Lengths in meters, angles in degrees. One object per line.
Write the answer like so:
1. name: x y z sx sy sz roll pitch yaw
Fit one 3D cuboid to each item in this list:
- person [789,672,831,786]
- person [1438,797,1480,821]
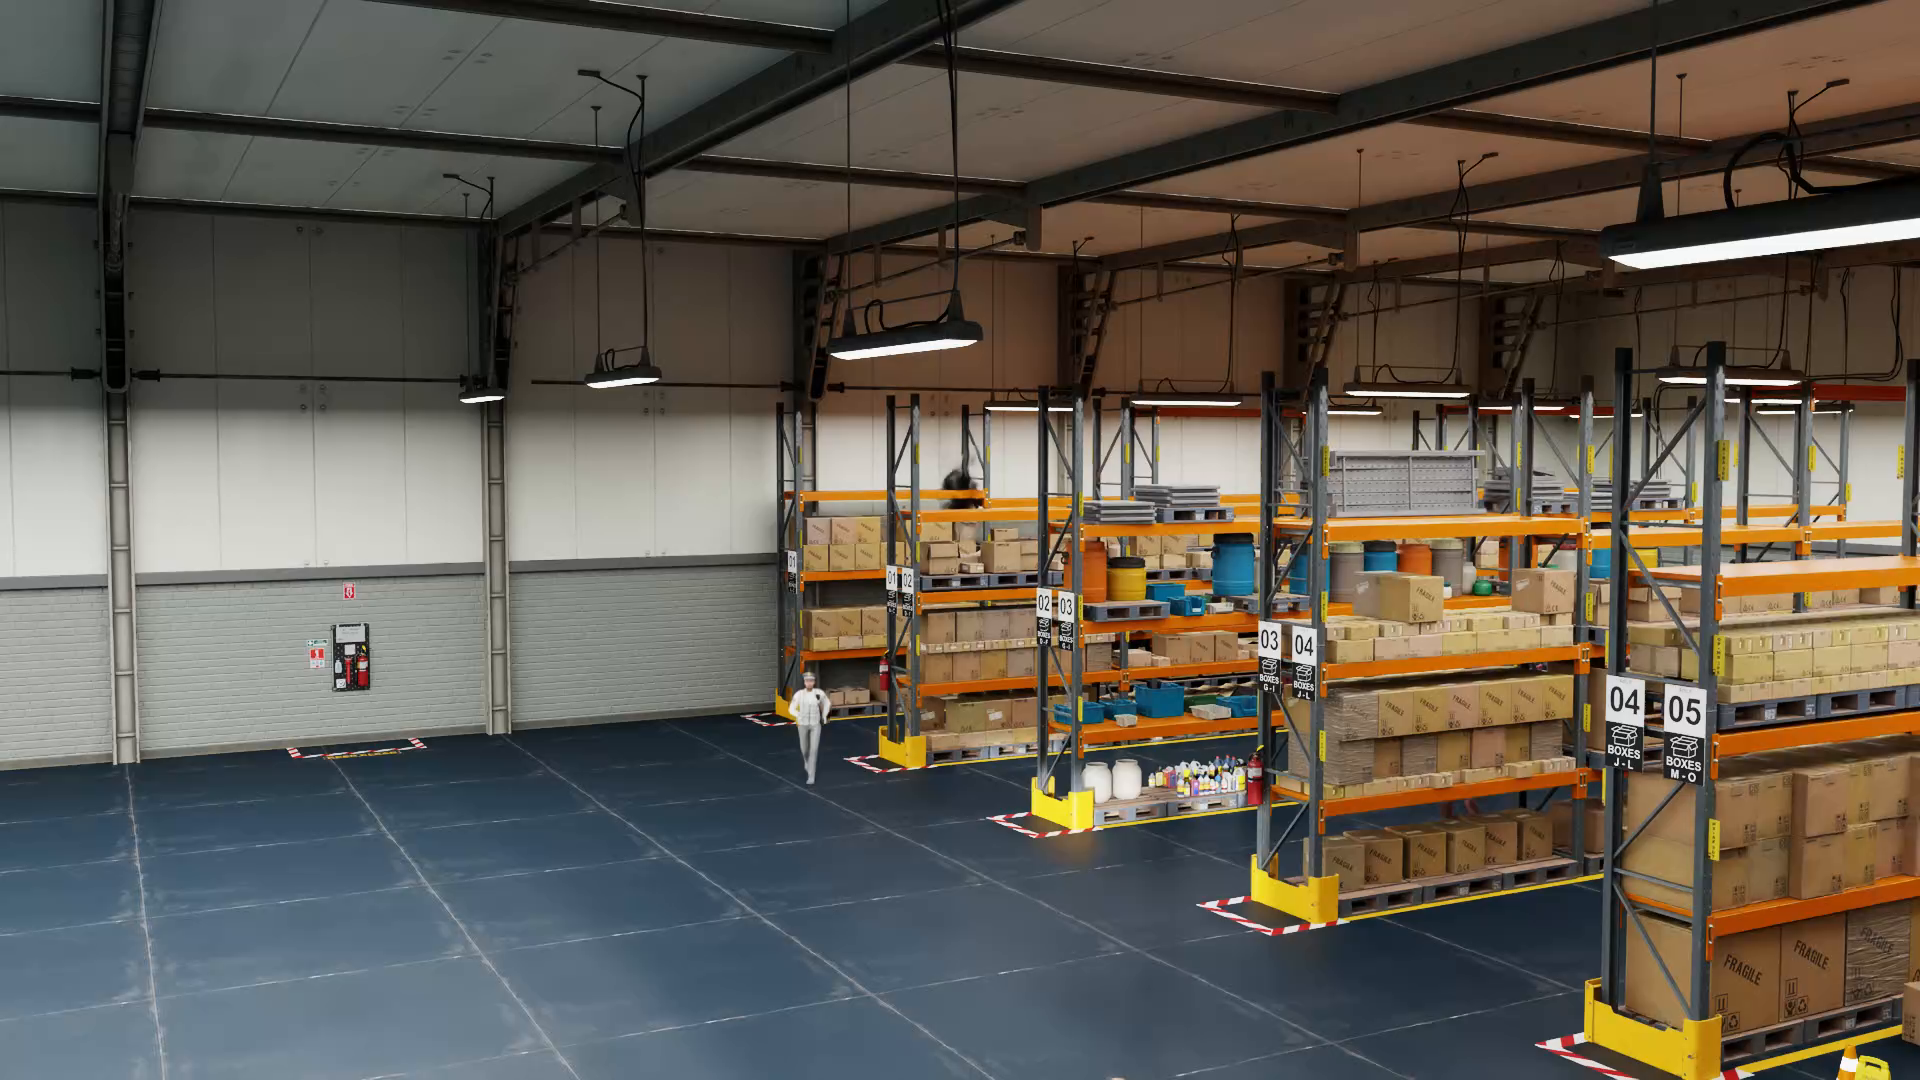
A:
1. person: -2.314 2.866 25.646 0.632 1.695 0.910 0 3 -3
2. person: 6.553 3.102 21.697 0.730 1.724 0.545 -2 4 -35
